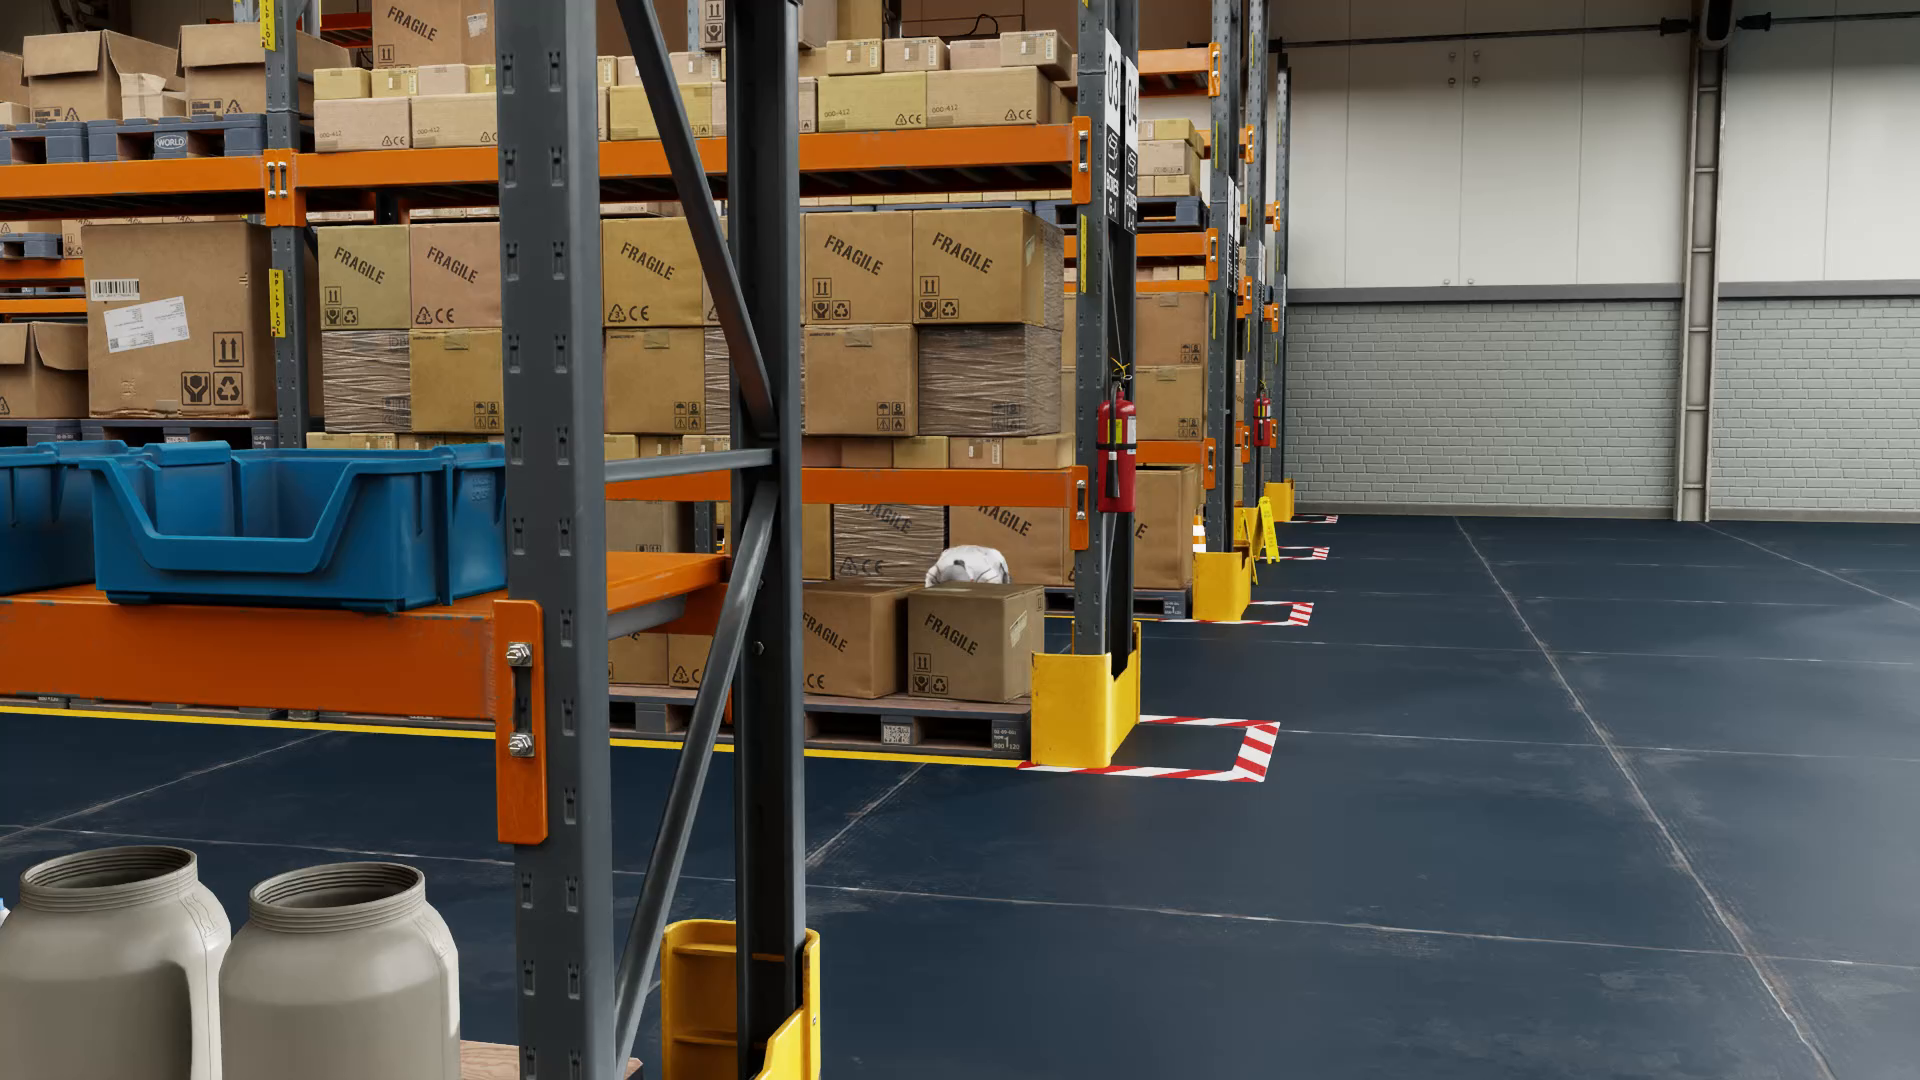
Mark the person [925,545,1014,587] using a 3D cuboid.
[{"bbox_3d":[0.041,0.432,9.645,0.505,0.772,0.941,1,5,12],"label":"person"}]
